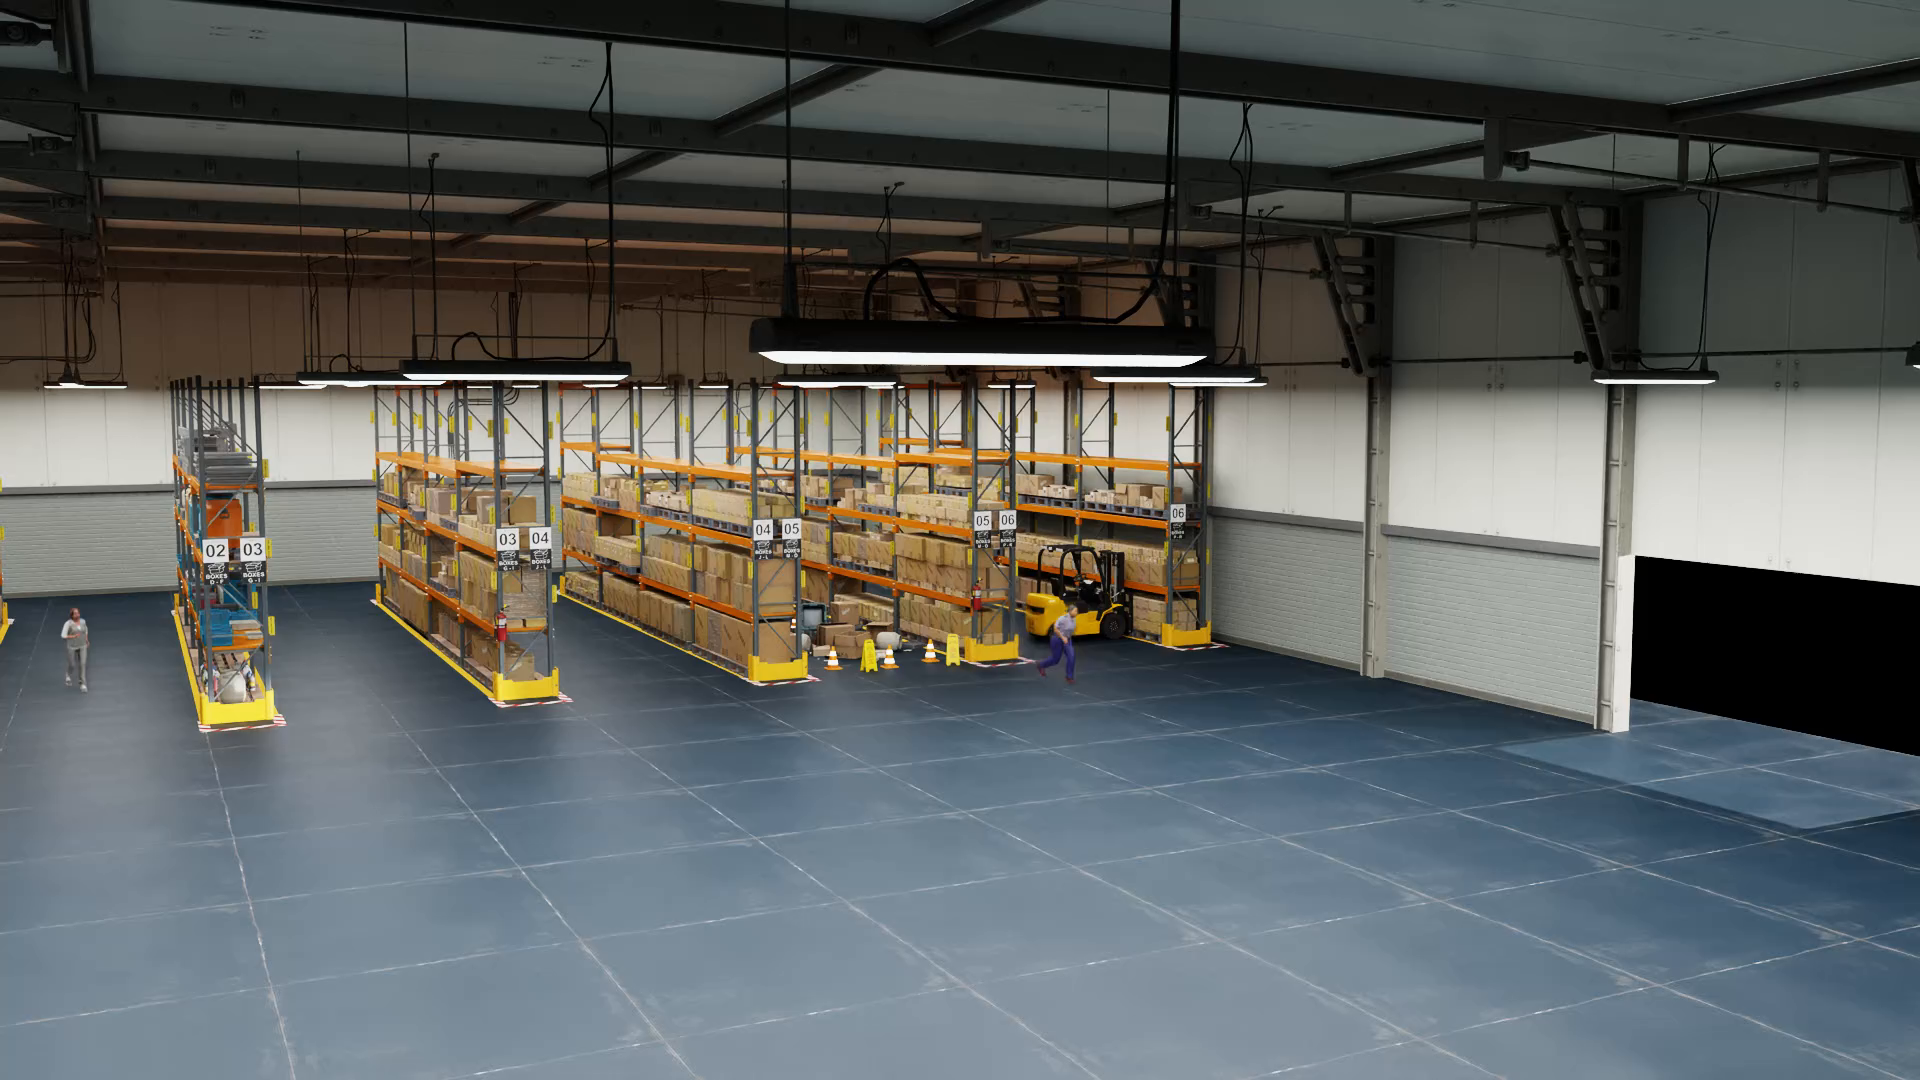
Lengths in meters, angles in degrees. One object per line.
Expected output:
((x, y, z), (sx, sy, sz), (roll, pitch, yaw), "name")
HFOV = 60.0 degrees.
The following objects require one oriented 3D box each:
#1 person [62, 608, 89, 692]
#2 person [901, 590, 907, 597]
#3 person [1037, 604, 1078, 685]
((-16.918, 2.084, 31.813), (0.881, 1.572, 0.537), (5, 7, 43), "person")
((-1.271, 1.043, 43.320), (0.522, 1.709, 0.790), (-2, 6, -23), "person")
((1.931, 2.045, 32.829), (0.956, 1.612, 0.590), (4, 6, 36), "person")
